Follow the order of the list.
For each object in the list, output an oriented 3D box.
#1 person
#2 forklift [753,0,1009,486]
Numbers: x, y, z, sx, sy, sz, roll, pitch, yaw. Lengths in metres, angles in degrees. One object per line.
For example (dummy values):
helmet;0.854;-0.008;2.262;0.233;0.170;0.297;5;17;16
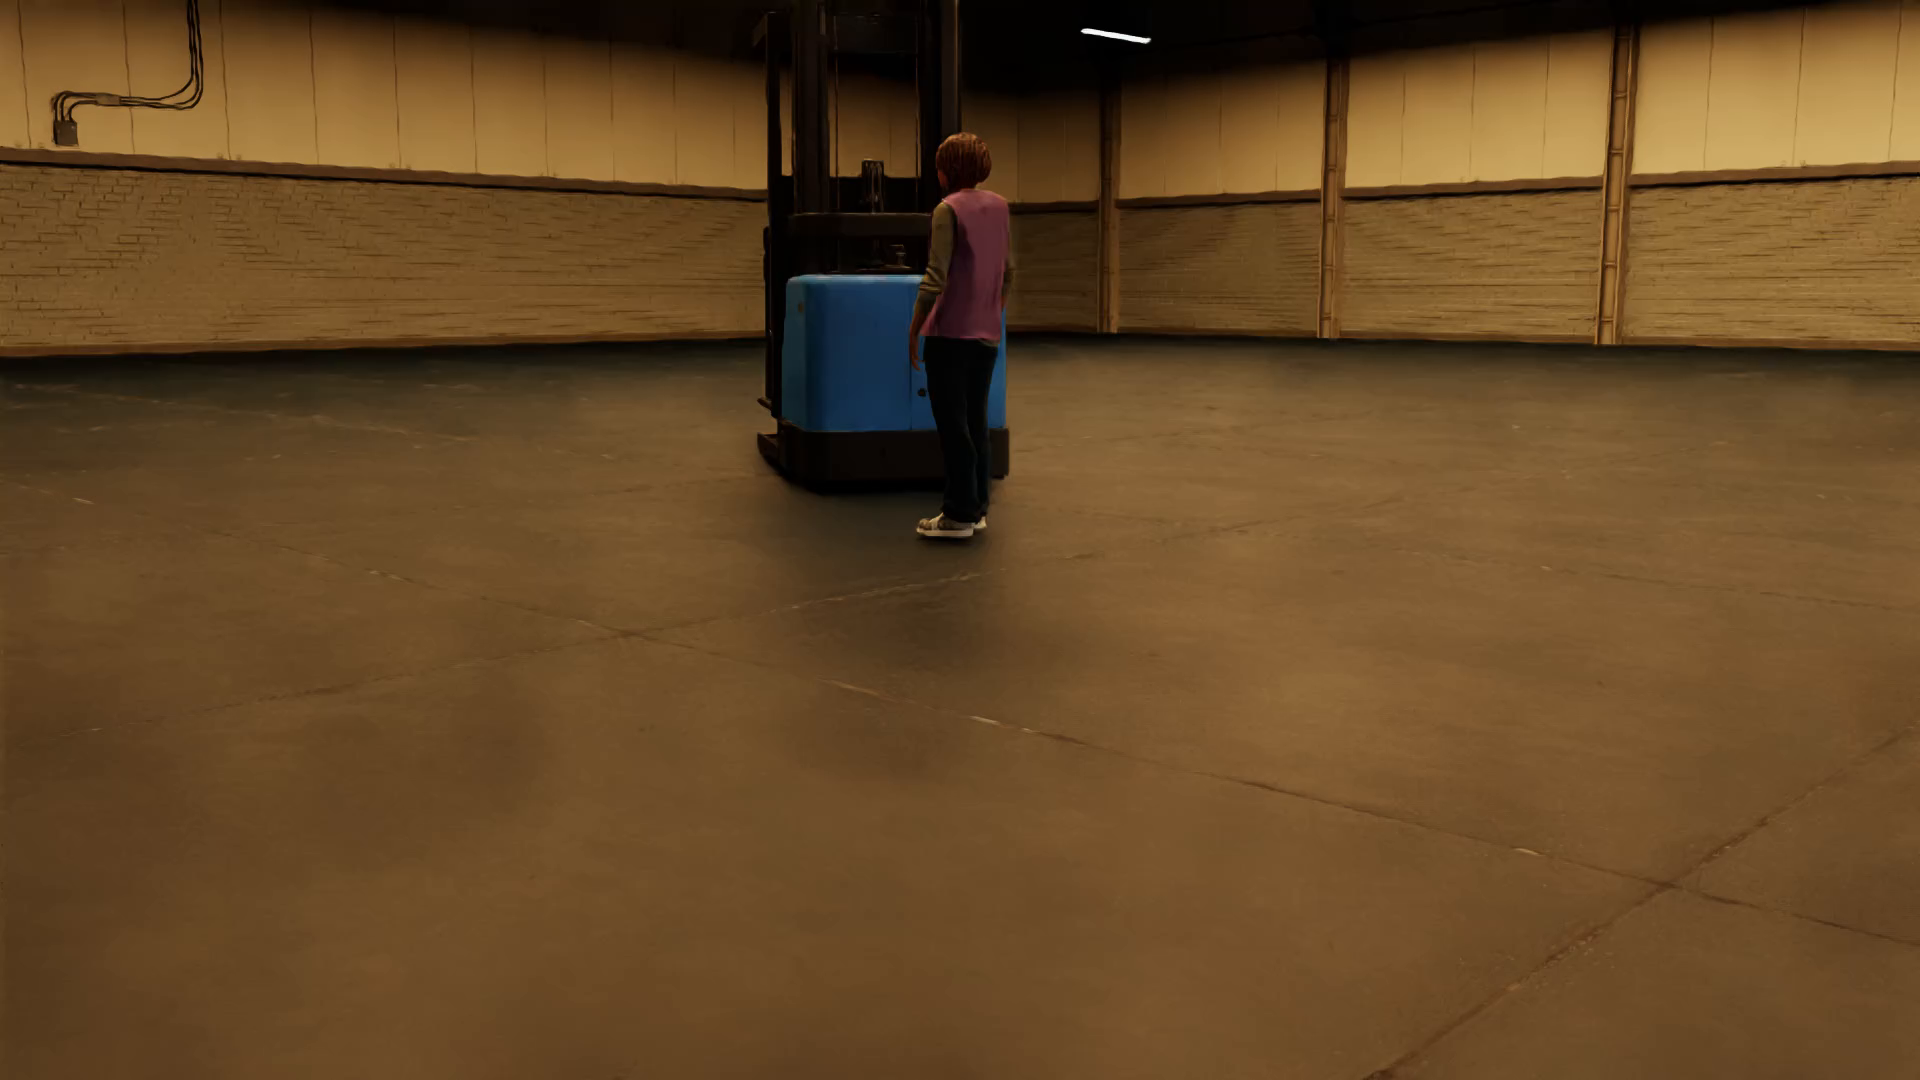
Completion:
person;-0.044;-0.806;6.658;0.474;1.597;0.520;8;12;43
forklift;-0.583;-1.908;9.543;1.130;2.935;3.031;-2;9;-13
